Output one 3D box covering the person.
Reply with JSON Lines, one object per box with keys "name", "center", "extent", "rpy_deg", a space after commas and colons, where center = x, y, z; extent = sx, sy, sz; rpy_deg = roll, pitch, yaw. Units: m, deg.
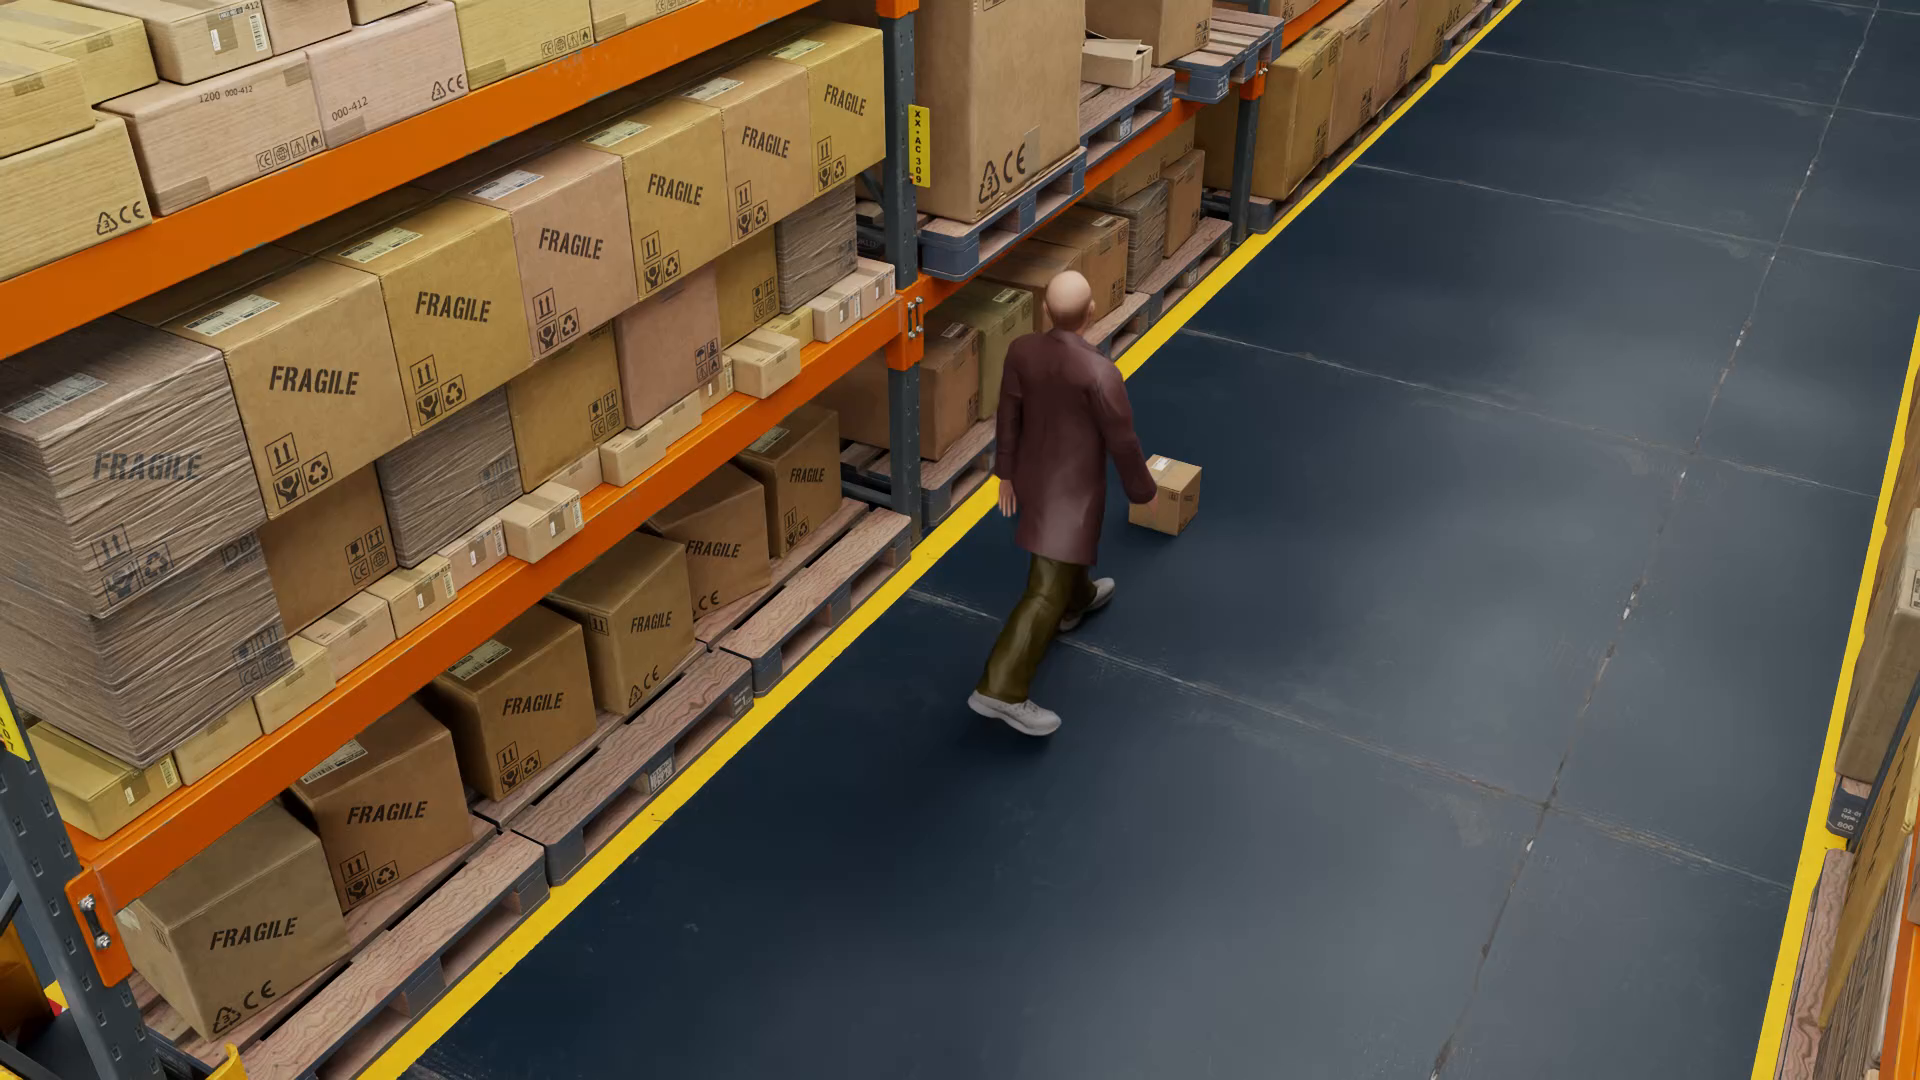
{"name": "person", "center": [0.411, -0.177, 6.441], "extent": [1.087, 1.732, 0.702], "rpy_deg": [-23, 40, -30]}
